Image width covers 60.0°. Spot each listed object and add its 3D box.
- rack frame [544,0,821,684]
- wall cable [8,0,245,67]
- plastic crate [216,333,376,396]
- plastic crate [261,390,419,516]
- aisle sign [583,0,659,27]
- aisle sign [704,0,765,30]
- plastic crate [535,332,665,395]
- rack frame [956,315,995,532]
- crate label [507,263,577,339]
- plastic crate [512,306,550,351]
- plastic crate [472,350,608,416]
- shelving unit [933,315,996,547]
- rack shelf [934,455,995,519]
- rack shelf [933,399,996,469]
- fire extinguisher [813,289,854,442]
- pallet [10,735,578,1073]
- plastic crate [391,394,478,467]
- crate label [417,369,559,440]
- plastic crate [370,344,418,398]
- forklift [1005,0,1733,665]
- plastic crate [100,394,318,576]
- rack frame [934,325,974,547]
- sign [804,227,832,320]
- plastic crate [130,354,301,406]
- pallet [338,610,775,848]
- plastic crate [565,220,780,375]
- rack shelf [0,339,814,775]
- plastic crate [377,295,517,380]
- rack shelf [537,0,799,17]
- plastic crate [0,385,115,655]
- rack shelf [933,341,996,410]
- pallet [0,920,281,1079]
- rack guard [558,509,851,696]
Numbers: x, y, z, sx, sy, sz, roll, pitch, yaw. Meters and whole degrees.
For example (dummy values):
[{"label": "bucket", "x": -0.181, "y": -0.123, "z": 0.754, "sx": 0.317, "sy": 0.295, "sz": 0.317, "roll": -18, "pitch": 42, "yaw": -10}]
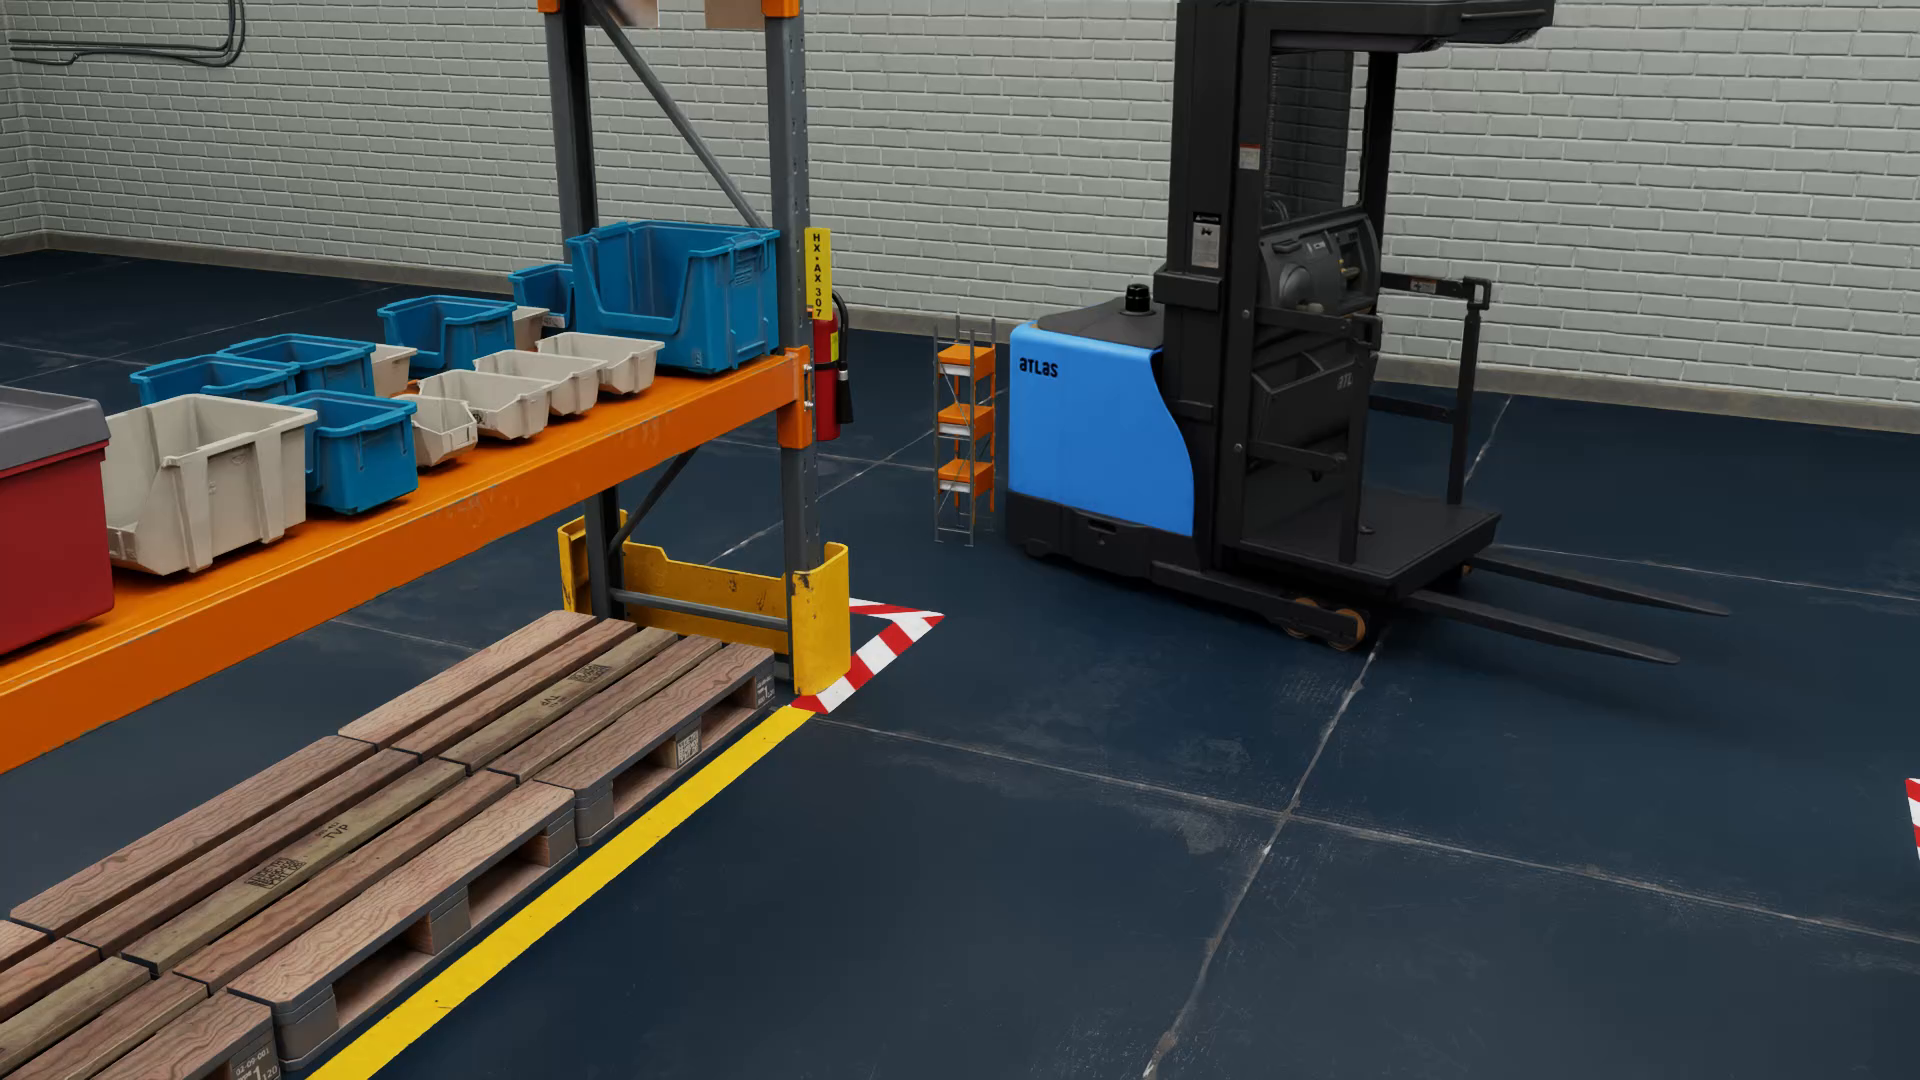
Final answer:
[{"label": "rack frame", "x": -1.011, "y": -0.938, "z": 6.130, "sx": 1.000, "sy": 3.000, "sz": 0.127, "roll": 9, "pitch": 21, "yaw": 23}, {"label": "wall cable", "x": -7.407, "y": -5.341, "z": 14.192, "sx": 3.097, "sy": 2.526, "sz": 0.112, "roll": 9, "pitch": 21, "yaw": 23}, {"label": "plastic crate", "x": -1.951, "y": -0.455, "z": 4.931, "sx": 0.416, "sy": 0.233, "sz": 0.300, "roll": 9, "pitch": 21, "yaw": 23}, {"label": "plastic crate", "x": -1.618, "y": -0.225, "z": 4.284, "sx": 0.416, "sy": 0.233, "sz": 0.300, "roll": 9, "pitch": 21, "yaw": 23}, {"label": "aisle sign", "x": -1.252, "y": -2.226, "z": 5.871, "sx": 0.394, "sy": 0.787, "sz": 0.004, "roll": 9, "pitch": 21, "yaw": 23}, {"label": "aisle sign", "x": -0.714, "y": -2.145, "z": 5.644, "sx": 0.394, "sy": 0.787, "sz": 0.004, "roll": 9, "pitch": 21, "yaw": 23}, {"label": "plastic crate", "x": -1.180, "y": -0.568, "z": 5.394, "sx": 0.396, "sy": 0.136, "sz": 0.243, "roll": 9, "pitch": 21, "yaw": 23}, {"label": "rack frame", "x": 0.072, "y": -0.548, "z": 7.944, "sx": 0.200, "sy": 1.050, "sz": 0.008, "roll": 9, "pitch": 21, "yaw": 23}, {"label": "crate label", "x": -1.412, "y": -0.857, "z": 6.063, "sx": 0.416, "sy": 0.233, "sz": 0.303, "roll": 9, "pitch": 21, "yaw": 23}, {"label": "plastic crate", "x": -1.619, "y": -0.725, "z": 5.835, "sx": 0.250, "sy": 0.136, "sz": 0.298, "roll": 9, "pitch": 21, "yaw": 23}, {"label": "plastic crate", "x": -1.311, "y": -0.481, "z": 5.150, "sx": 0.396, "sy": 0.136, "sz": 0.243, "roll": 9, "pitch": 21, "yaw": 23}, {"label": "shelving unit", "x": 0.022, "y": -0.511, "z": 7.839, "sx": 0.215, "sy": 1.050, "sz": 0.252, "roll": 9, "pitch": 21, "yaw": 23}, {"label": "rack shelf", "x": 0.022, "y": -0.239, "z": 7.936, "sx": 0.215, "sy": 0.259, "sz": 0.240, "roll": 9, "pitch": 21, "yaw": 23}, {"label": "rack shelf", "x": 0.022, "y": -0.501, "z": 7.842, "sx": 0.215, "sy": 0.259, "sz": 0.240, "roll": 9, "pitch": 21, "yaw": 23}, {"label": "fire extinguisher", "x": -0.534, "y": -0.710, "z": 6.160, "sx": 0.296, "sy": 0.674, "sz": 0.183, "roll": 9, "pitch": 21, "yaw": 23}, {"label": "pallet", "x": -1.885, "y": 0.994, "z": 4.859, "sx": 1.003, "sy": 0.211, "sz": 1.213, "roll": 9, "pitch": 21, "yaw": 23}, {"label": "plastic crate", "x": -1.507, "y": -0.300, "z": 4.640, "sx": 0.298, "sy": 0.136, "sz": 0.250, "roll": 9, "pitch": 21, "yaw": 23}, {"label": "crate label", "x": -1.403, "y": -0.393, "z": 4.901, "sx": 0.396, "sy": 0.136, "sz": 0.243, "roll": 9, "pitch": 21, "yaw": 23}, {"label": "plastic crate", "x": -1.897, "y": -0.518, "z": 5.252, "sx": 0.250, "sy": 0.136, "sz": 0.298, "roll": 9, "pitch": 21, "yaw": 23}, {"label": "forklift", "x": 1.660, "y": -1.134, "z": 6.784, "sx": 3.031, "sy": 2.935, "sz": 1.130, "roll": 16, "pitch": 25, "yaw": 37}, {"label": "plastic crate", "x": -1.855, "y": -0.129, "z": 3.943, "sx": 0.437, "sy": 0.282, "sz": 0.530, "roll": 9, "pitch": 21, "yaw": 23}, {"label": "rack frame", "x": -0.028, "y": -0.474, "z": 7.734, "sx": 0.200, "sy": 1.050, "sz": 0.008, "roll": 9, "pitch": 21, "yaw": 23}, {"label": "sign", "x": -0.502, "y": -0.945, "z": 5.905, "sx": 0.100, "sy": 0.325, "sz": 0.005, "roll": 9, "pitch": 21, "yaw": 23}, {"label": "plastic crate", "x": -2.074, "y": -0.363, "z": 4.673, "sx": 0.416, "sy": 0.233, "sz": 0.300, "roll": 9, "pitch": 21, "yaw": 23}, {"label": "pallet", "x": -1.384, "y": 0.622, "z": 5.904, "sx": 1.003, "sy": 0.211, "sz": 1.213, "roll": 9, "pitch": 21, "yaw": 23}, {"label": "plastic crate", "x": -0.978, "y": -0.855, "z": 5.754, "sx": 0.616, "sy": 0.435, "sz": 0.499, "roll": 9, "pitch": 21, "yaw": 23}, {"label": "rack shelf", "x": -1.830, "y": 0.012, "z": 4.532, "sx": 1.077, "sy": 0.370, "sz": 4.000, "roll": 9, "pitch": 21, "yaw": 23}, {"label": "plastic crate", "x": -1.682, "y": -0.656, "z": 5.497, "sx": 0.416, "sy": 0.233, "sz": 0.300, "roll": 9, "pitch": 21, "yaw": 23}, {"label": "rack shelf", "x": -1.830, "y": -1.401, "z": 4.029, "sx": 1.077, "sy": 0.370, "sz": 4.000, "roll": 9, "pitch": 21, "yaw": 23}, {"label": "plastic crate", "x": -2.054, "y": -0.012, "z": 3.342, "sx": 0.402, "sy": 0.464, "sz": 0.583, "roll": 9, "pitch": 21, "yaw": 23}, {"label": "rack shelf", "x": 0.022, "y": -0.768, "z": 7.747, "sx": 0.215, "sy": 0.259, "sz": 0.240, "roll": 9, "pitch": 21, "yaw": 23}, {"label": "pallet", "x": -2.383, "y": 1.368, "z": 3.806, "sx": 1.003, "sy": 0.211, "sz": 1.213, "roll": 9, "pitch": 21, "yaw": 23}, {"label": "rack guard", "x": -1.013, "y": 0.230, "z": 6.575, "sx": 1.175, "sy": 0.500, "sz": 0.348, "roll": 9, "pitch": 21, "yaw": 23}]
